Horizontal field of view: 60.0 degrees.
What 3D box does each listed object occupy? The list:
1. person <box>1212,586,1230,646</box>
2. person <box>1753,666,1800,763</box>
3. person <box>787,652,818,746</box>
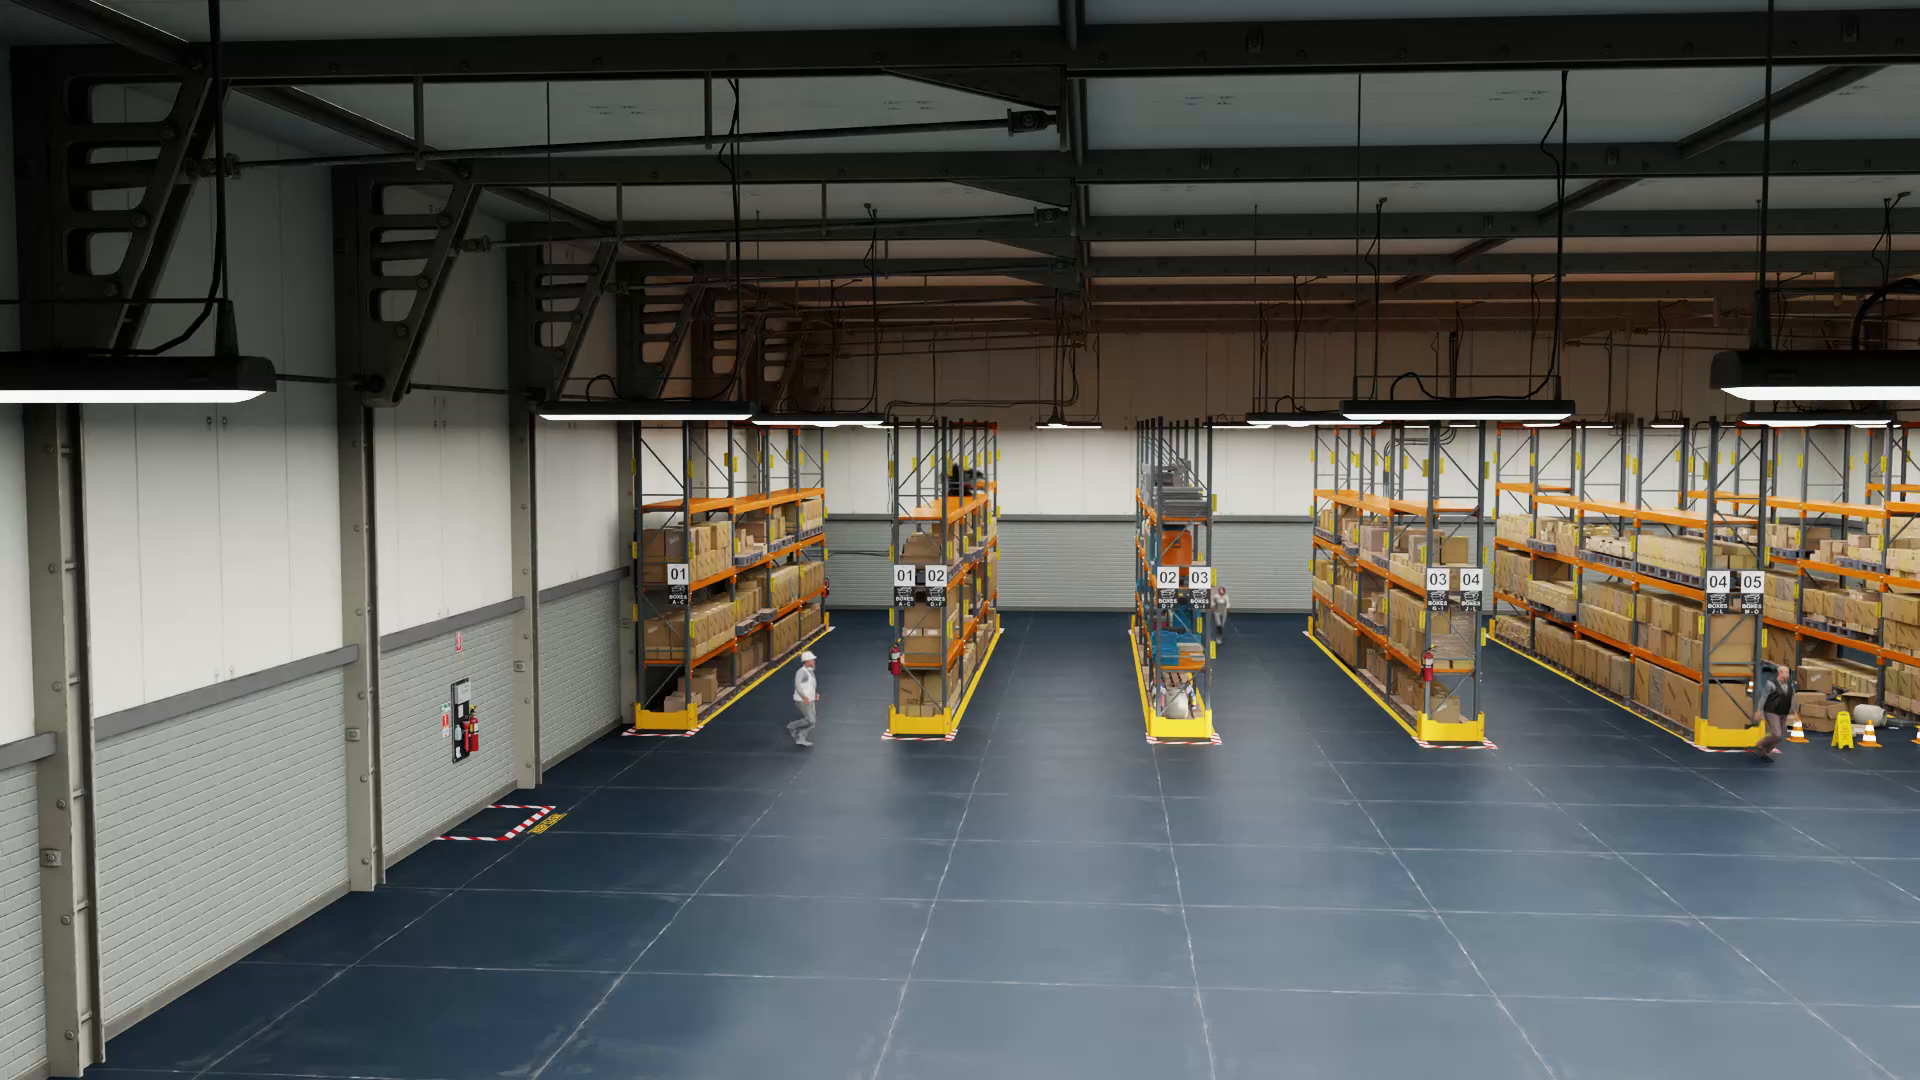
[{"bbox_3d":[6.990,2.030,44.547,0.431,1.606,0.789,0,4,-4],"label":"person"},{"bbox_3d":[14.086,3.008,28.683,0.645,1.699,0.560,-2,4,-22],"label":"person"},{"bbox_3d":[-2.887,2.891,30.363,0.572,1.717,0.654,1,4,22],"label":"person"}]
